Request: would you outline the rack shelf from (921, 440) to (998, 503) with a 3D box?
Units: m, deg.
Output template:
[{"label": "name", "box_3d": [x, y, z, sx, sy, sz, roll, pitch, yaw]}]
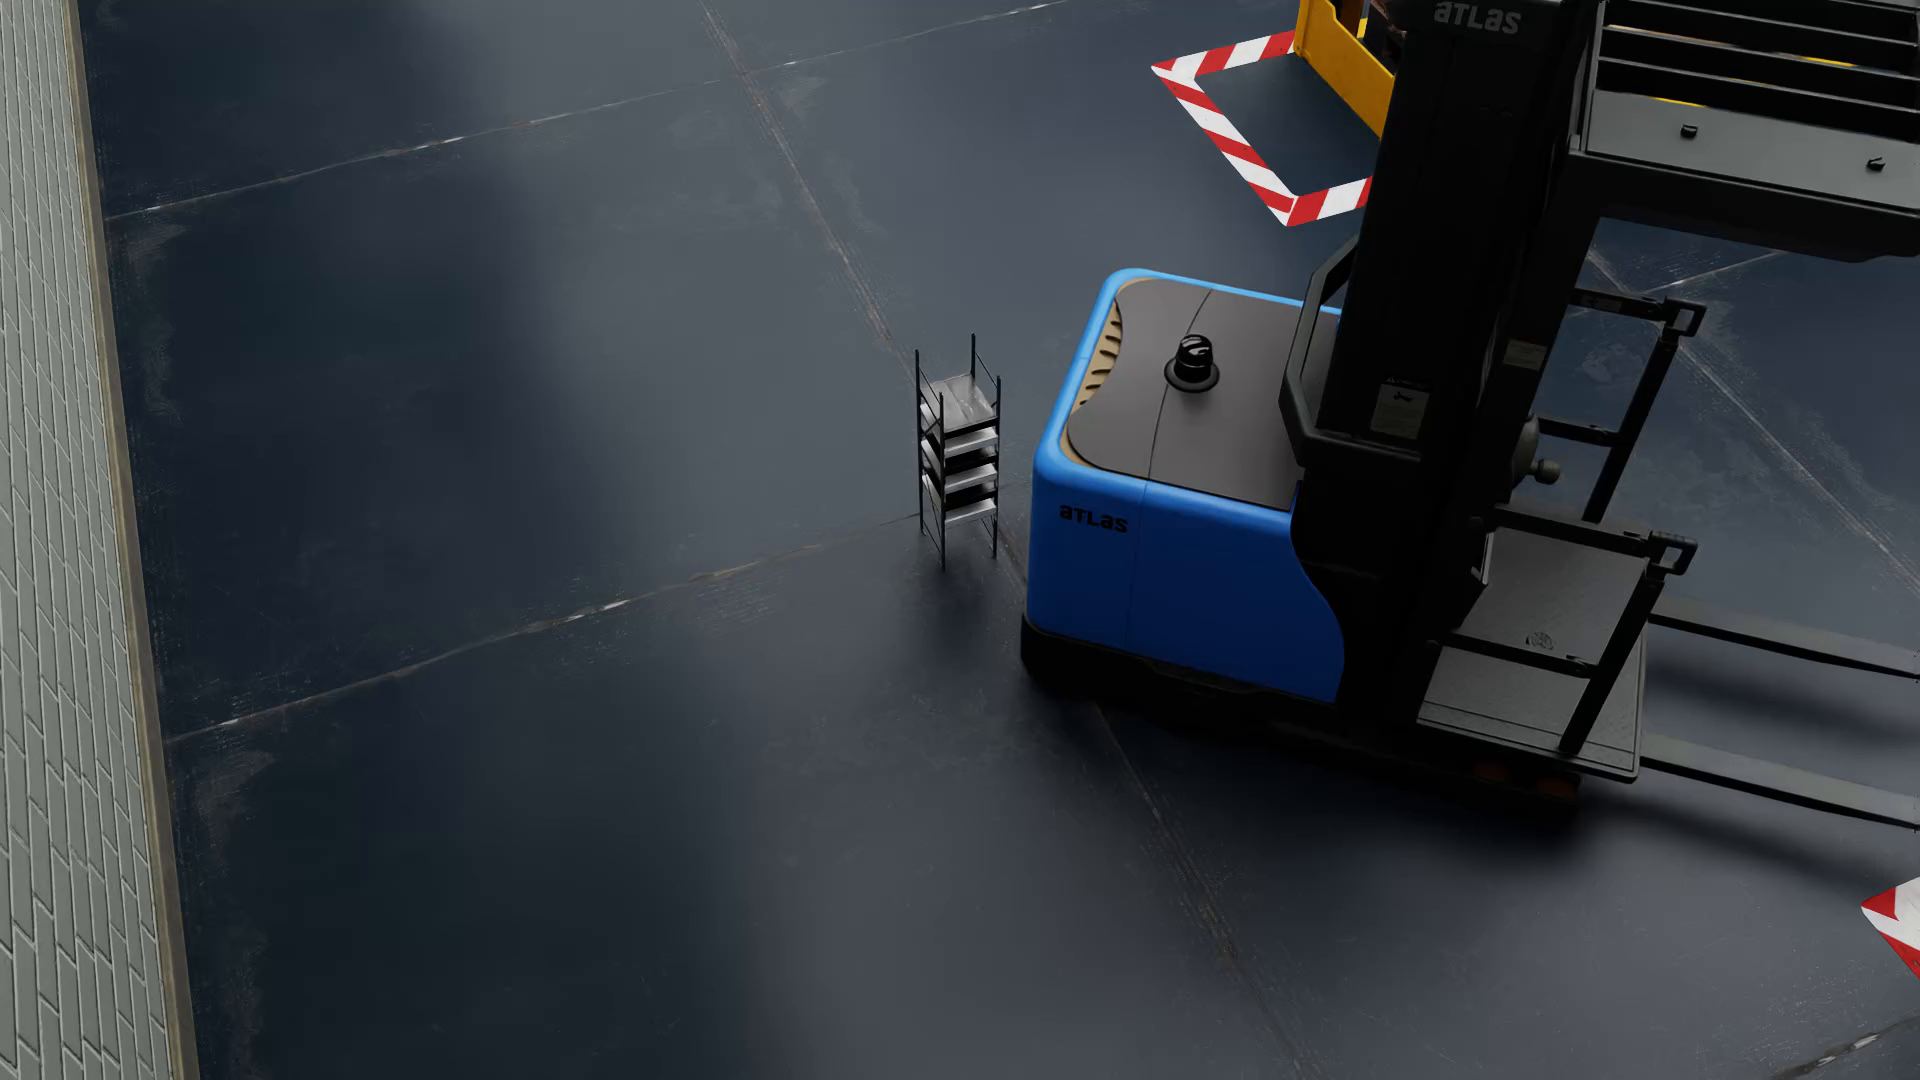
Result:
[{"label": "rack shelf", "box_3d": [-0.008, -0.269, 5.858, 0.200, 0.077, 0.258, -17, 52, -14]}]

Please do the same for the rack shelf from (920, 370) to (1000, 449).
[{"label": "rack shelf", "box_3d": [-0.008, -0.445, 5.654, 0.200, 0.077, 0.258, -17, 52, -14]}]

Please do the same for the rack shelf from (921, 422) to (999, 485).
[{"label": "rack shelf", "box_3d": [-0.008, -0.328, 5.790, 0.200, 0.077, 0.258, -17, 52, -14]}]

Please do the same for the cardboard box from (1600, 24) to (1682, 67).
[{"label": "cardboard box", "box_3d": [3.019, -2.416, 7.797, 0.500, 0.250, 0.500, -17, 52, -14]}]

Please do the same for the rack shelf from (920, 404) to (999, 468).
[{"label": "rack shelf", "box_3d": [-0.008, -0.386, 5.722, 0.200, 0.077, 0.258, -17, 52, -14]}]

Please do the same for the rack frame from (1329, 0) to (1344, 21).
[{"label": "rack frame", "box_3d": [1.945, -3.068, 6.834, 0.127, 3.000, 1.000, -17, 52, -14]}]

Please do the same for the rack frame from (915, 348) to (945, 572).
[{"label": "rack frame", "box_3d": [-0.102, -0.262, 5.808, 0.006, 0.900, 0.240, -17, 52, -14]}]

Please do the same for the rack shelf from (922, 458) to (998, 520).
[{"label": "rack shelf", "box_3d": [-0.008, -0.211, 5.927, 0.200, 0.077, 0.258, -17, 52, -14]}]

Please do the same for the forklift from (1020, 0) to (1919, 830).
[{"label": "forklift", "box_3d": [1.783, -0.493, 4.668, 3.031, 2.935, 1.130, 14, 51, 11]}]

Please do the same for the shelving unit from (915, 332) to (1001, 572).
[{"label": "shelving unit", "box_3d": [-0.008, -0.291, 5.833, 0.210, 0.900, 0.258, -17, 52, -14]}]

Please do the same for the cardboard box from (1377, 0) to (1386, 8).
[{"label": "cardboard box", "box_3d": [2.356, -2.726, 7.898, 0.500, 0.500, 0.500, -17, 52, -14]}]

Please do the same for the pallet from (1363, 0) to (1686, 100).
[{"label": "pallet", "box_3d": [2.754, -2.411, 8.108, 1.213, 0.211, 1.003, -17, 52, -14]}]

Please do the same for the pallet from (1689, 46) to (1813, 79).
[{"label": "pallet", "box_3d": [3.881, -2.758, 8.406, 1.213, 0.211, 1.003, -17, 52, -14]}]

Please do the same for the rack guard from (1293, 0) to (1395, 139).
[{"label": "rack guard", "box_3d": [2.016, -2.276, 7.802, 0.348, 0.500, 1.175, -17, 52, -14]}]

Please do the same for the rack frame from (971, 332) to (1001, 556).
[{"label": "rack frame", "box_3d": [0.087, -0.320, 5.858, 0.006, 0.900, 0.240, -17, 52, -14]}]

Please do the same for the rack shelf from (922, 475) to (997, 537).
[{"label": "rack shelf", "box_3d": [-0.008, -0.152, 5.995, 0.200, 0.077, 0.258, -17, 52, -14]}]

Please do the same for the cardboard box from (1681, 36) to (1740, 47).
[{"label": "cardboard box", "box_3d": [3.482, -2.560, 7.920, 0.500, 0.250, 0.500, -17, 52, -14]}]
